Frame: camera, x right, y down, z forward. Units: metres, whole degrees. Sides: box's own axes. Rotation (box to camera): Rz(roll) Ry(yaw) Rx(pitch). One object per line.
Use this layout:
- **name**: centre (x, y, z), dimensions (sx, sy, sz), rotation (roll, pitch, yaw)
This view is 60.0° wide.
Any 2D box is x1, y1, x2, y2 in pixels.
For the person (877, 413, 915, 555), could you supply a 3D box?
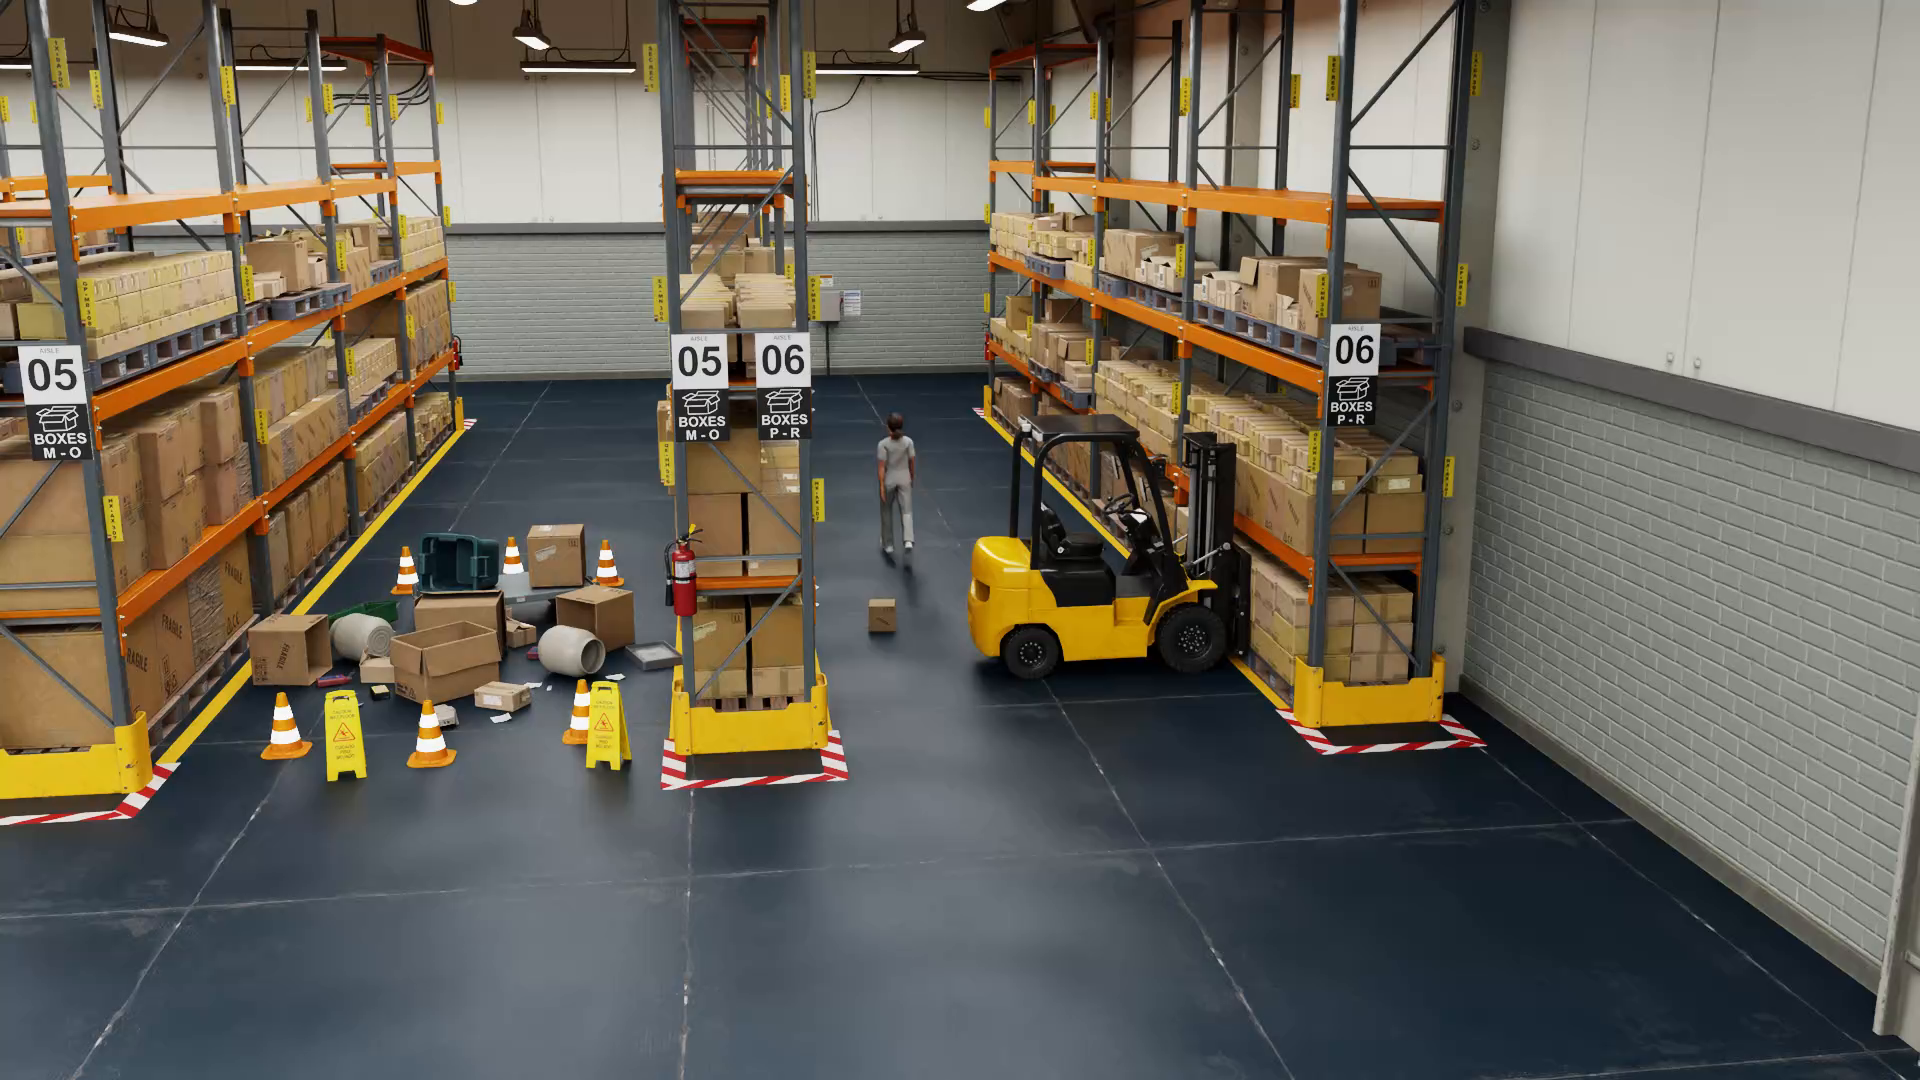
- **person**: centre (-0.710, -0.617, 18.607), dimensions (0.442, 1.630, 0.969), rotation (-2, 13, -10)
